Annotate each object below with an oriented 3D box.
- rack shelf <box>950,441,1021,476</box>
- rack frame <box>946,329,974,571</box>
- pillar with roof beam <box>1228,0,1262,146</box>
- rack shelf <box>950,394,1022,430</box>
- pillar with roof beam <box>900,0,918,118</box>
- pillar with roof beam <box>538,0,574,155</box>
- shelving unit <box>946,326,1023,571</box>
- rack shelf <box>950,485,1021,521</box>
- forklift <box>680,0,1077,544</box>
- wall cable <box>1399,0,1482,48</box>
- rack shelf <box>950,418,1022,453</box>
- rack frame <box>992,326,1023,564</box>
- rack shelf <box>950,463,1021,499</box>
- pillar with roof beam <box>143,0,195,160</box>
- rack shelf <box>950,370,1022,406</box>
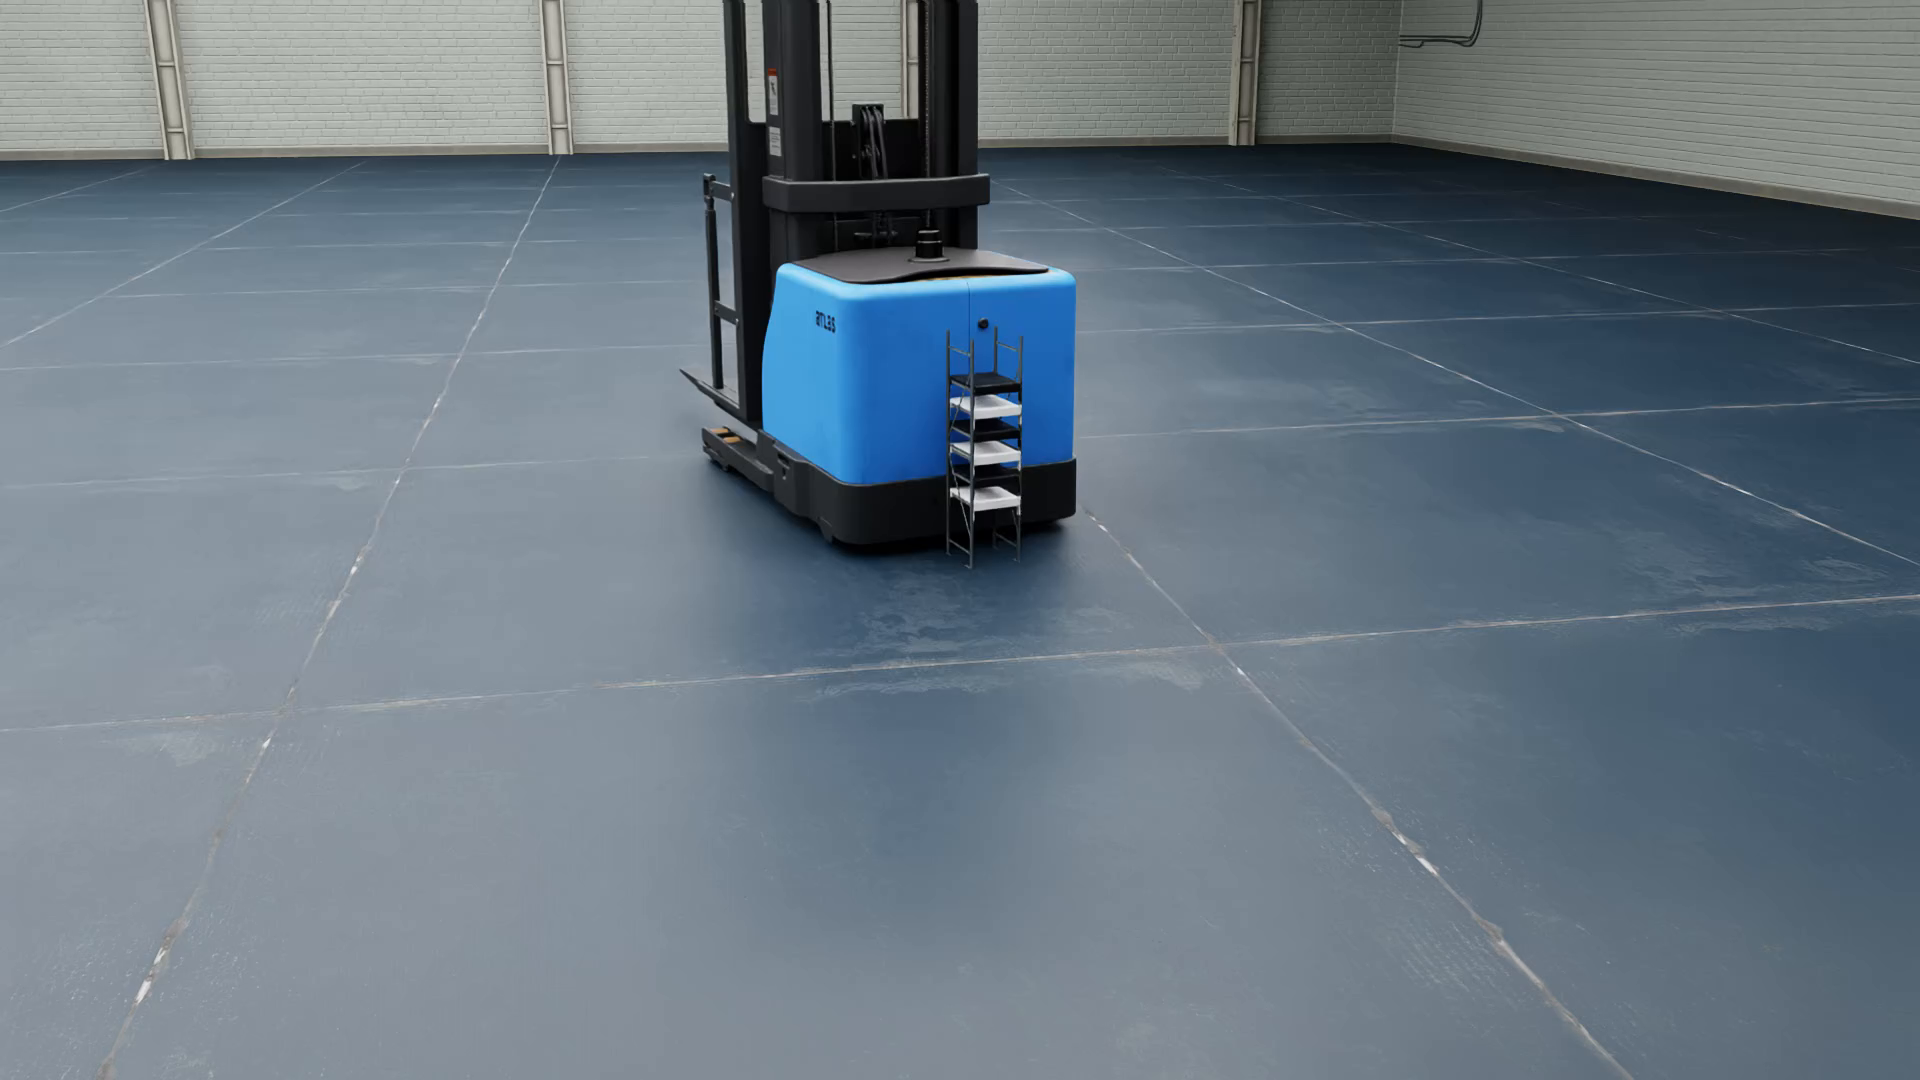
[{"bbox_3d":[0.091,-0.325,6.449,0.200,0.077,0.258,-8,19,-24],"label":"rack shelf"},{"bbox_3d":[-0.001,-0.344,6.399,0.006,0.900,0.240,-8,19,-24],"label":"rack frame"},{"bbox_3d":[5.906,-10.215,24.743,0.400,9.000,9.100,-3,17,-10],"label":"pillar with roof beam"},{"bbox_3d":[0.091,-0.497,6.396,0.200,0.077,0.258,-8,19,-24],"label":"rack shelf"},{"bbox_3d":[0.015,-9.881,23.655,0.400,9.000,9.100,-3,17,-10],"label":"pillar with roof beam"},{"bbox_3d":[-5.876,-9.547,22.567,0.400,9.000,9.100,-3,17,-10],"label":"pillar with roof beam"},{"bbox_3d":[0.091,-0.357,6.440,0.210,0.900,0.258,-8,19,-24],"label":"shelving unit"},{"bbox_3d":[0.091,-0.153,6.503,0.200,0.077,0.258,-8,19,-24],"label":"rack shelf"},{"bbox_3d":[-0.595,-1.772,7.590,1.130,2.935,3.031,-8,19,-24],"label":"forklift"},{"bbox_3d":[8.233,-9.755,28.533,0.112,2.526,3.097,-3,17,-10],"label":"wall cable"},{"bbox_3d":[0.091,-0.411,6.423,0.200,0.077,0.258,-8,19,-24],"label":"rack shelf"},{"bbox_3d":[0.184,-0.369,6.480,0.006,0.900,0.240,-8,19,-24],"label":"rack frame"},{"bbox_3d":[0.091,-0.239,6.476,0.200,0.077,0.258,-8,19,-24],"label":"rack shelf"},{"bbox_3d":[-11.767,-9.212,21.479,0.400,9.000,9.100,-3,17,-10],"label":"pillar with roof beam"},{"bbox_3d":[0.092,-0.583,6.369,0.200,0.077,0.258,-8,19,-24],"label":"rack shelf"}]
